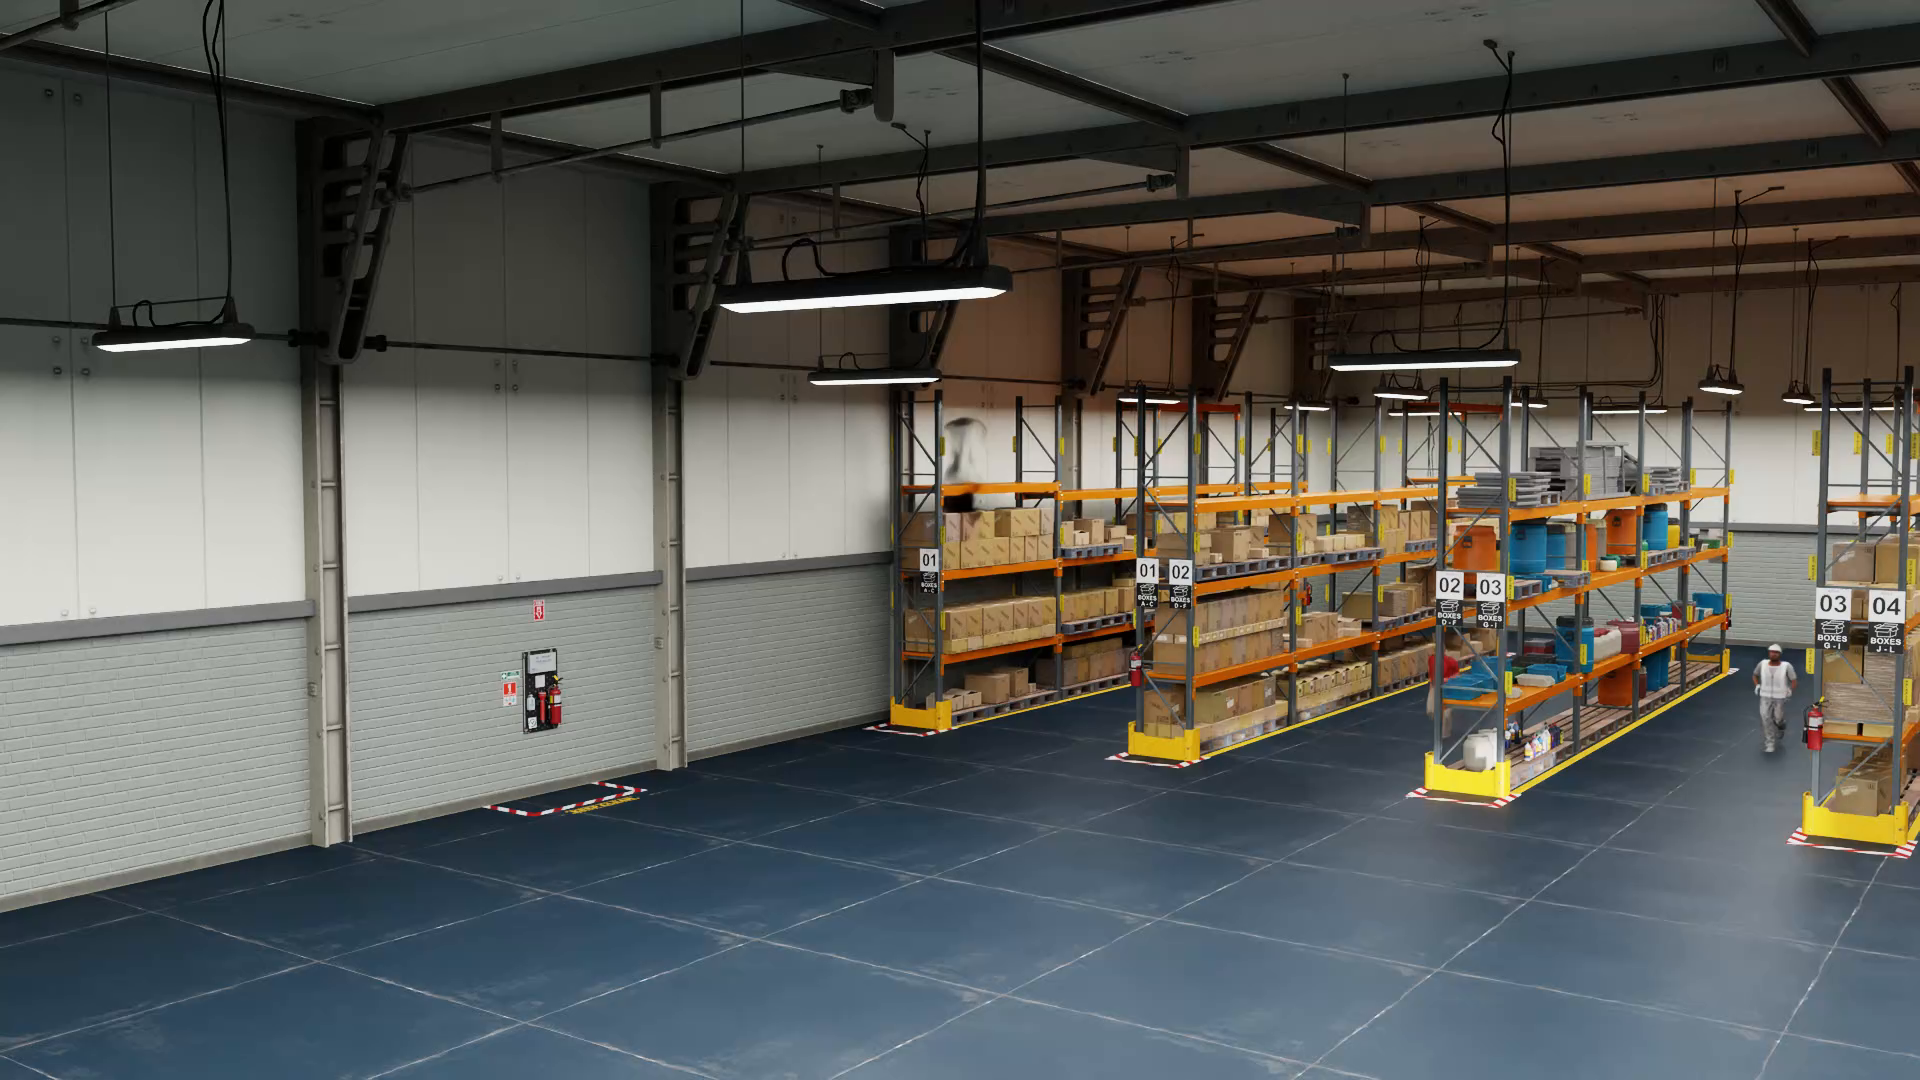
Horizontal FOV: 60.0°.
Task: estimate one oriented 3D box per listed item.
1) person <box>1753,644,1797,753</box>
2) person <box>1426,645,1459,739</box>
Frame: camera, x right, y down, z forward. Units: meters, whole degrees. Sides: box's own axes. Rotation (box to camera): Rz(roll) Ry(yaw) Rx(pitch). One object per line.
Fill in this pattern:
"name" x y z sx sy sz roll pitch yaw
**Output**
"person" 13.391 2.596 27.380 0.681 1.759 0.722 2 4 34
"person" 8.172 2.568 28.256 0.628 1.661 0.698 3 4 39
